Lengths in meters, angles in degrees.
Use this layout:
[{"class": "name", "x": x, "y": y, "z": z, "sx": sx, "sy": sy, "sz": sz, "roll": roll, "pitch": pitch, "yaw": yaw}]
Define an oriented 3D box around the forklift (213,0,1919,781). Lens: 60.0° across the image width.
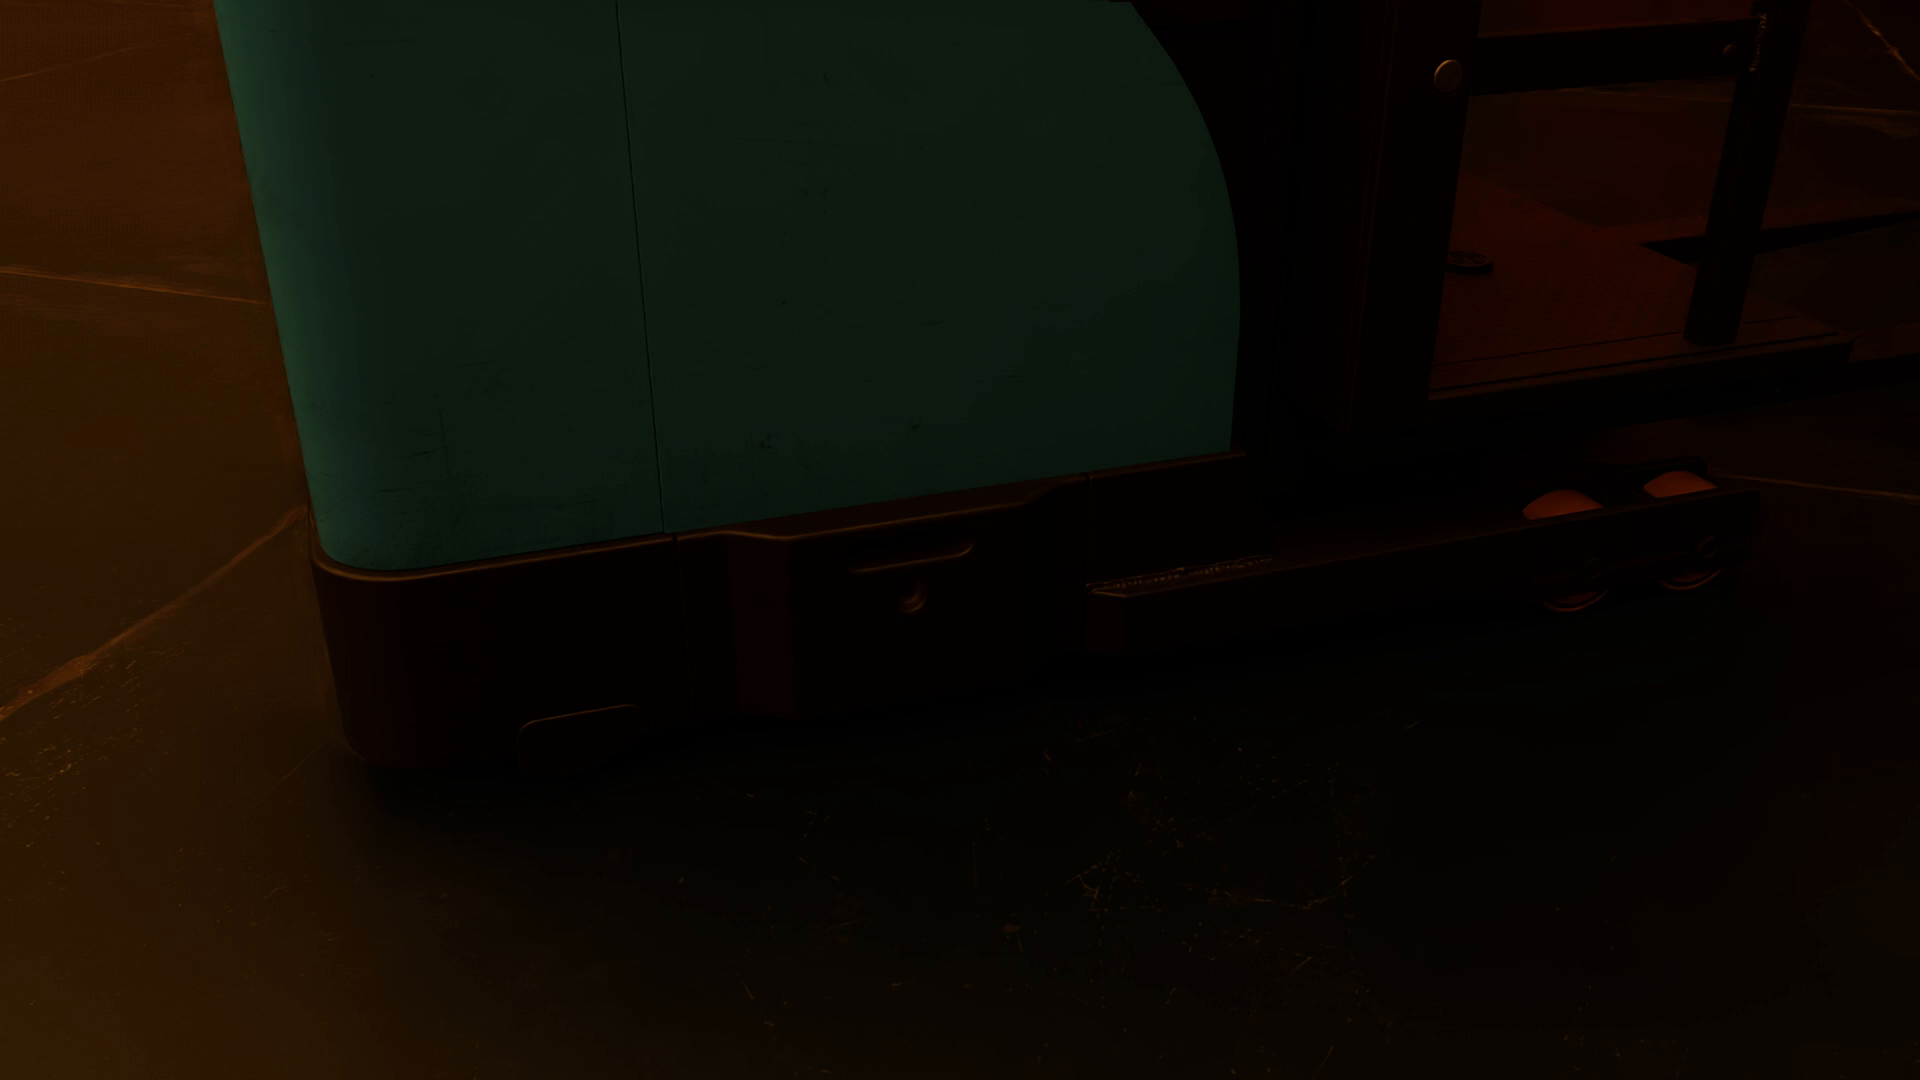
[{"class": "forklift", "x": 0.592, "y": -1.423, "z": 2.064, "sx": 3.031, "sy": 2.935, "sz": 1.130, "roll": -9, "pitch": 28, "yaw": -17}]
